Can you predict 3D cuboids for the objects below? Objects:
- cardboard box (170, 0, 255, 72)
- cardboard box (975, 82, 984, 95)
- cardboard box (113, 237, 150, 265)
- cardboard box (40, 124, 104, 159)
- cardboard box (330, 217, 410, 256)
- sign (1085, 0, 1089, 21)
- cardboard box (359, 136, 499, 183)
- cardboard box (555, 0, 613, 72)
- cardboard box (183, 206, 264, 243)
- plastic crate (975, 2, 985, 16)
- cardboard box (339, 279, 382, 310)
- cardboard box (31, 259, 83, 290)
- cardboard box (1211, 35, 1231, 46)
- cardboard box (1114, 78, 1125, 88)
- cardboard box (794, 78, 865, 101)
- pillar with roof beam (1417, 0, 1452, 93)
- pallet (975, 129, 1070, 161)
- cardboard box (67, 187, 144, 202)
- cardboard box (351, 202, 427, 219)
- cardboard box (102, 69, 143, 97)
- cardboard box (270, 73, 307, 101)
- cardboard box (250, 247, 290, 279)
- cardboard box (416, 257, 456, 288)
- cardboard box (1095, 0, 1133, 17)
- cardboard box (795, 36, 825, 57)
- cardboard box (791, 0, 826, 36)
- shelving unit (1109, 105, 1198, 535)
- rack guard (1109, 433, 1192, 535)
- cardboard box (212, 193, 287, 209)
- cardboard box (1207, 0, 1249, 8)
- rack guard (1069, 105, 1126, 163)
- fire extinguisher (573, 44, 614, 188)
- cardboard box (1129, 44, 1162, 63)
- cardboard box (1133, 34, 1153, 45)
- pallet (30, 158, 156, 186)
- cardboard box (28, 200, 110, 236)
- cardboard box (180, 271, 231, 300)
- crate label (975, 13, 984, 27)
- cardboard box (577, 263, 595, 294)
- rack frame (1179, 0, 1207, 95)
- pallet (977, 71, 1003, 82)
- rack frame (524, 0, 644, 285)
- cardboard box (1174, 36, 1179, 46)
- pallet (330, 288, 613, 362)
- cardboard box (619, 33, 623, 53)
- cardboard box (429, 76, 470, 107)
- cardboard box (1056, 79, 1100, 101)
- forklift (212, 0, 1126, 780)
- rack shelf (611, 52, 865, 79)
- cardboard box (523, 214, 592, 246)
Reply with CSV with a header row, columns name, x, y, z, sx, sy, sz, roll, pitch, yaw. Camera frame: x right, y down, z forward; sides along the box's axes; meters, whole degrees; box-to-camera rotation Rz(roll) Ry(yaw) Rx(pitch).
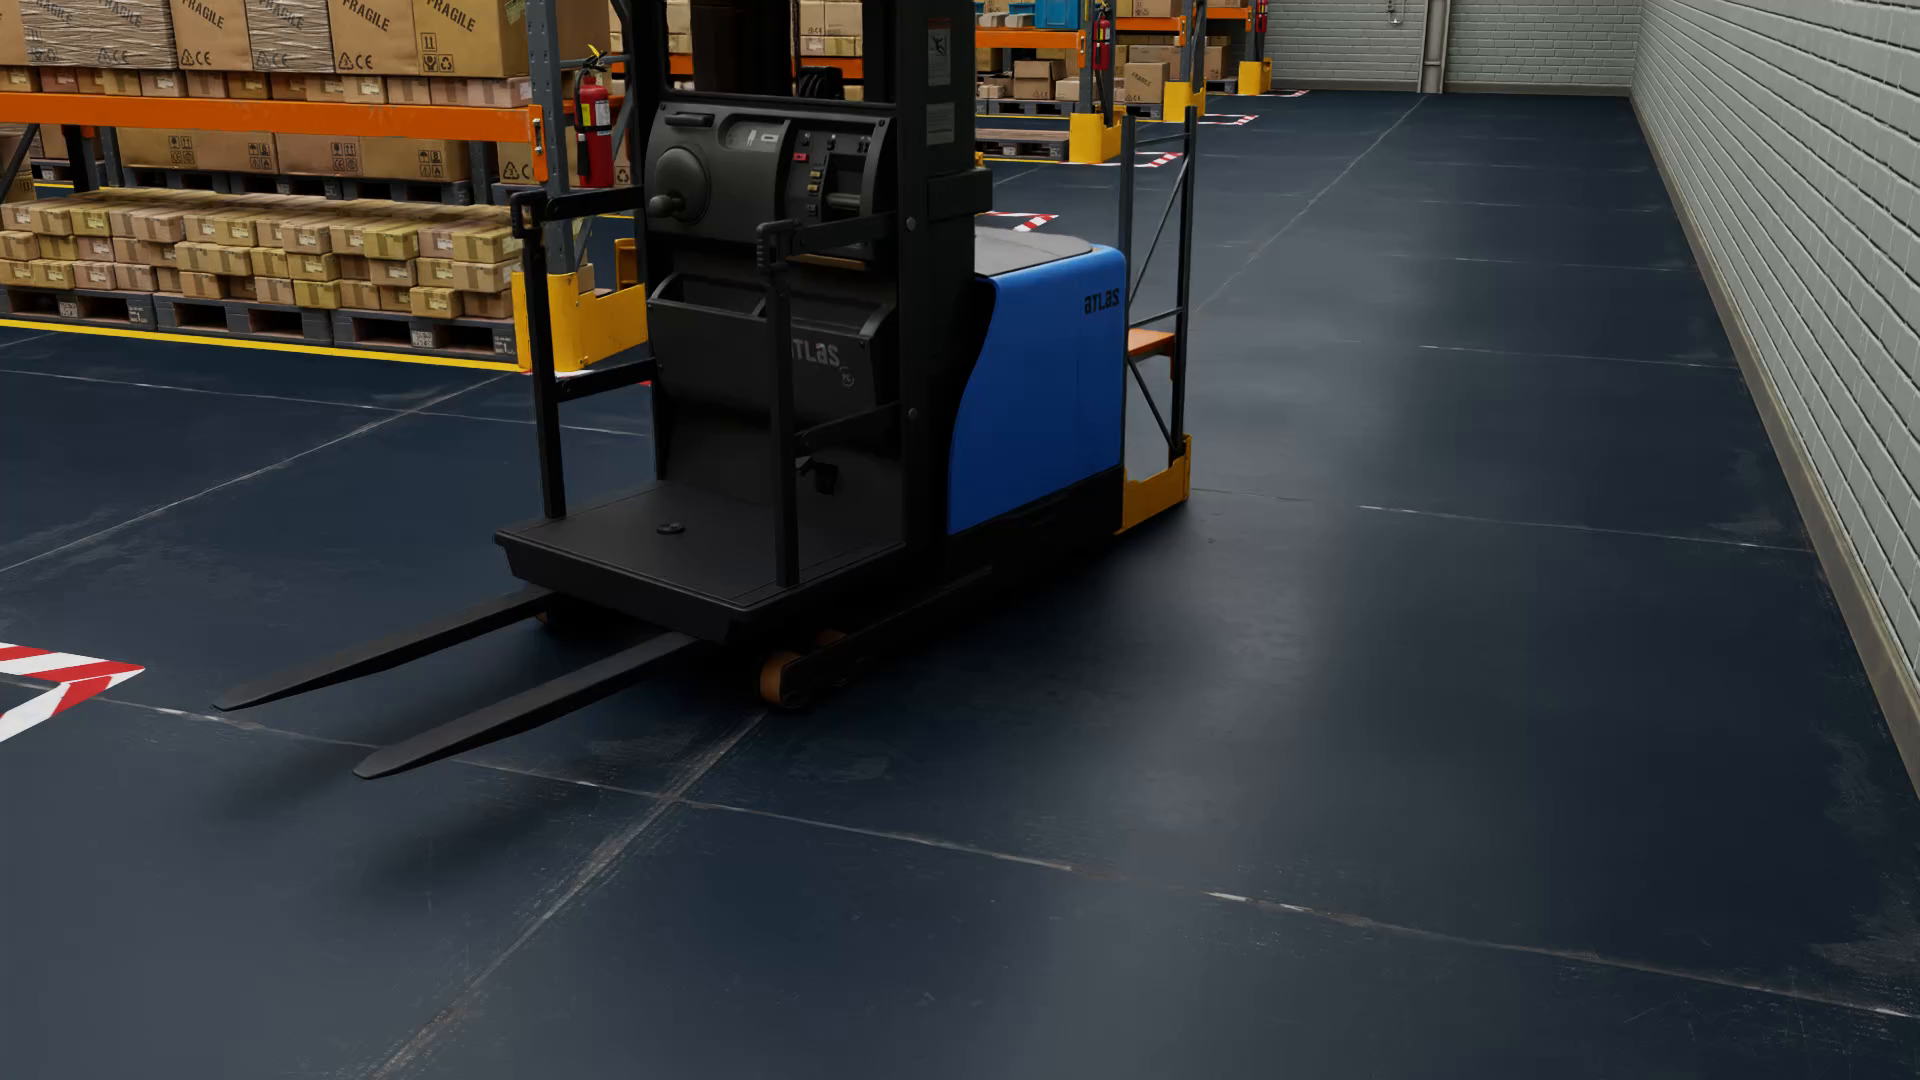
name,x,y,z,sx,sy,sz,roll,pitch,yaw
cardboard box,-3.837,-2.787,8.910,0.500,0.500,0.500,8,21,21
cardboard box,0.311,-6.374,23.468,0.250,0.149,0.380,7,20,18
cardboard box,-4.670,-1.706,9.654,0.250,0.149,0.380,5,20,15
cardboard box,-8.367,-3.954,15.990,0.500,0.500,0.700,5,20,15
cardboard box,-3.206,-1.657,9.063,0.250,0.149,0.380,6,20,16
sign,1.290,-5.440,16.878,0.005,0.325,0.100,7,20,18
cardboard box,-4.560,-3.686,14.683,0.875,0.875,1.225,7,20,18
cardboard box,-2.227,-2.787,8.910,0.500,0.500,0.500,8,21,21
cardboard box,-4.167,-1.790,9.444,0.250,0.149,0.380,6,20,16
plastic crate,0.086,-5.756,18.196,0.300,0.233,0.416,7,20,18
cardboard box,-3.194,-1.383,9.180,0.250,0.149,0.380,7,20,19
cardboard box,-5.182,-1.581,9.747,0.250,0.149,0.380,7,20,20
cardboard box,4.196,-8.034,26.740,0.250,0.149,0.380,7,20,18
cardboard box,2.191,-6.186,22.774,0.500,0.250,0.500,7,20,18
cardboard box,-0.801,-3.235,13.390,0.875,0.875,0.875,7,20,18
pillar with roof beam,6.128,-10.088,21.345,0.400,9.000,9.100,7,20,18
pallet,0.689,-4.320,18.149,1.213,0.211,1.003,7,20,18
cardboard box,-5.251,-2.072,10.253,0.250,0.149,0.380,7,20,20
cardboard box,-3.293,-1.853,9.625,0.250,0.149,0.380,7,21,20
cardboard box,-4.503,-2.550,9.215,0.250,0.149,0.380,7,20,19
cardboard box,-3.482,-2.460,8.958,0.250,0.149,0.380,6,20,16
cardboard box,-3.707,-1.566,9.254,0.250,0.149,0.380,8,21,21
cardboard box,-2.715,-1.470,8.979,0.250,0.149,0.380,6,20,17
cardboard box,2.080,-7.141,21.855,0.500,0.500,0.500,7,20,19
cardboard box,-1.099,-3.868,12.999,0.250,0.149,0.380,7,20,18
cardboard box,-1.194,-4.090,13.029,0.500,0.250,0.500,6,20,17
shelving unit,0.303,-0.904,6.392,1.083,1.500,0.587,13,23,33
rack guard,0.709,-0.220,6.326,0.087,0.250,0.587,13,23,33
cardboard box,-4.253,-1.979,9.987,0.250,0.149,0.380,6,20,15
cardboard box,4.221,-8.810,26.337,0.700,0.700,0.980,7,21,21
rack guard,1.482,-4.357,17.816,0.348,0.500,1.175,7,20,18
fire extinguisher,-1.807,-2.081,8.174,0.183,0.674,0.296,7,20,18
cardboard box,3.064,-7.787,27.018,0.500,0.500,0.700,6,20,16
cardboard box,2.997,-8.170,27.131,0.250,0.149,0.380,7,20,19
pallet,-8.465,-3.628,16.164,1.213,0.211,1.003,7,20,18
cardboard box,-5.174,-1.880,9.701,0.250,0.149,0.380,8,21,21
cardboard box,-4.195,-1.482,9.464,0.250,0.149,0.380,6,20,17
crate label,0.085,-5.530,17.692,0.243,0.136,0.396,7,20,18
cardboard box,-2.284,-1.473,9.438,0.250,0.149,0.380,7,20,19
rack frame,3.084,-7.076,21.817,0.127,3.000,1.000,7,20,18
pallet,0.174,-7.791,28.108,1.213,0.211,1.003,7,20,18
rack frame,-1.894,-2.465,8.590,0.127,3.000,1.000,7,20,18
cardboard box,3.589,-7.970,26.556,0.250,0.149,0.380,7,20,20
pallet,-2.721,-1.255,9.355,1.213,0.211,1.003,7,20,18
cardboard box,-2.554,-4.034,13.474,0.250,0.149,0.380,7,20,19
cardboard box,-2.517,-2.332,8.590,0.250,0.149,0.380,6,20,18
cardboard box,1.602,-6.079,22.468,0.500,0.250,0.500,7,20,18
forklift,-0.709,-1.087,4.742,1.130,2.935,3.031,14,24,35
rack shelf,-2.060,-3.872,13.721,4.000,0.370,1.077,7,20,18
cardboard box,-2.277,-1.760,9.357,0.250,0.149,0.380,6,20,16
